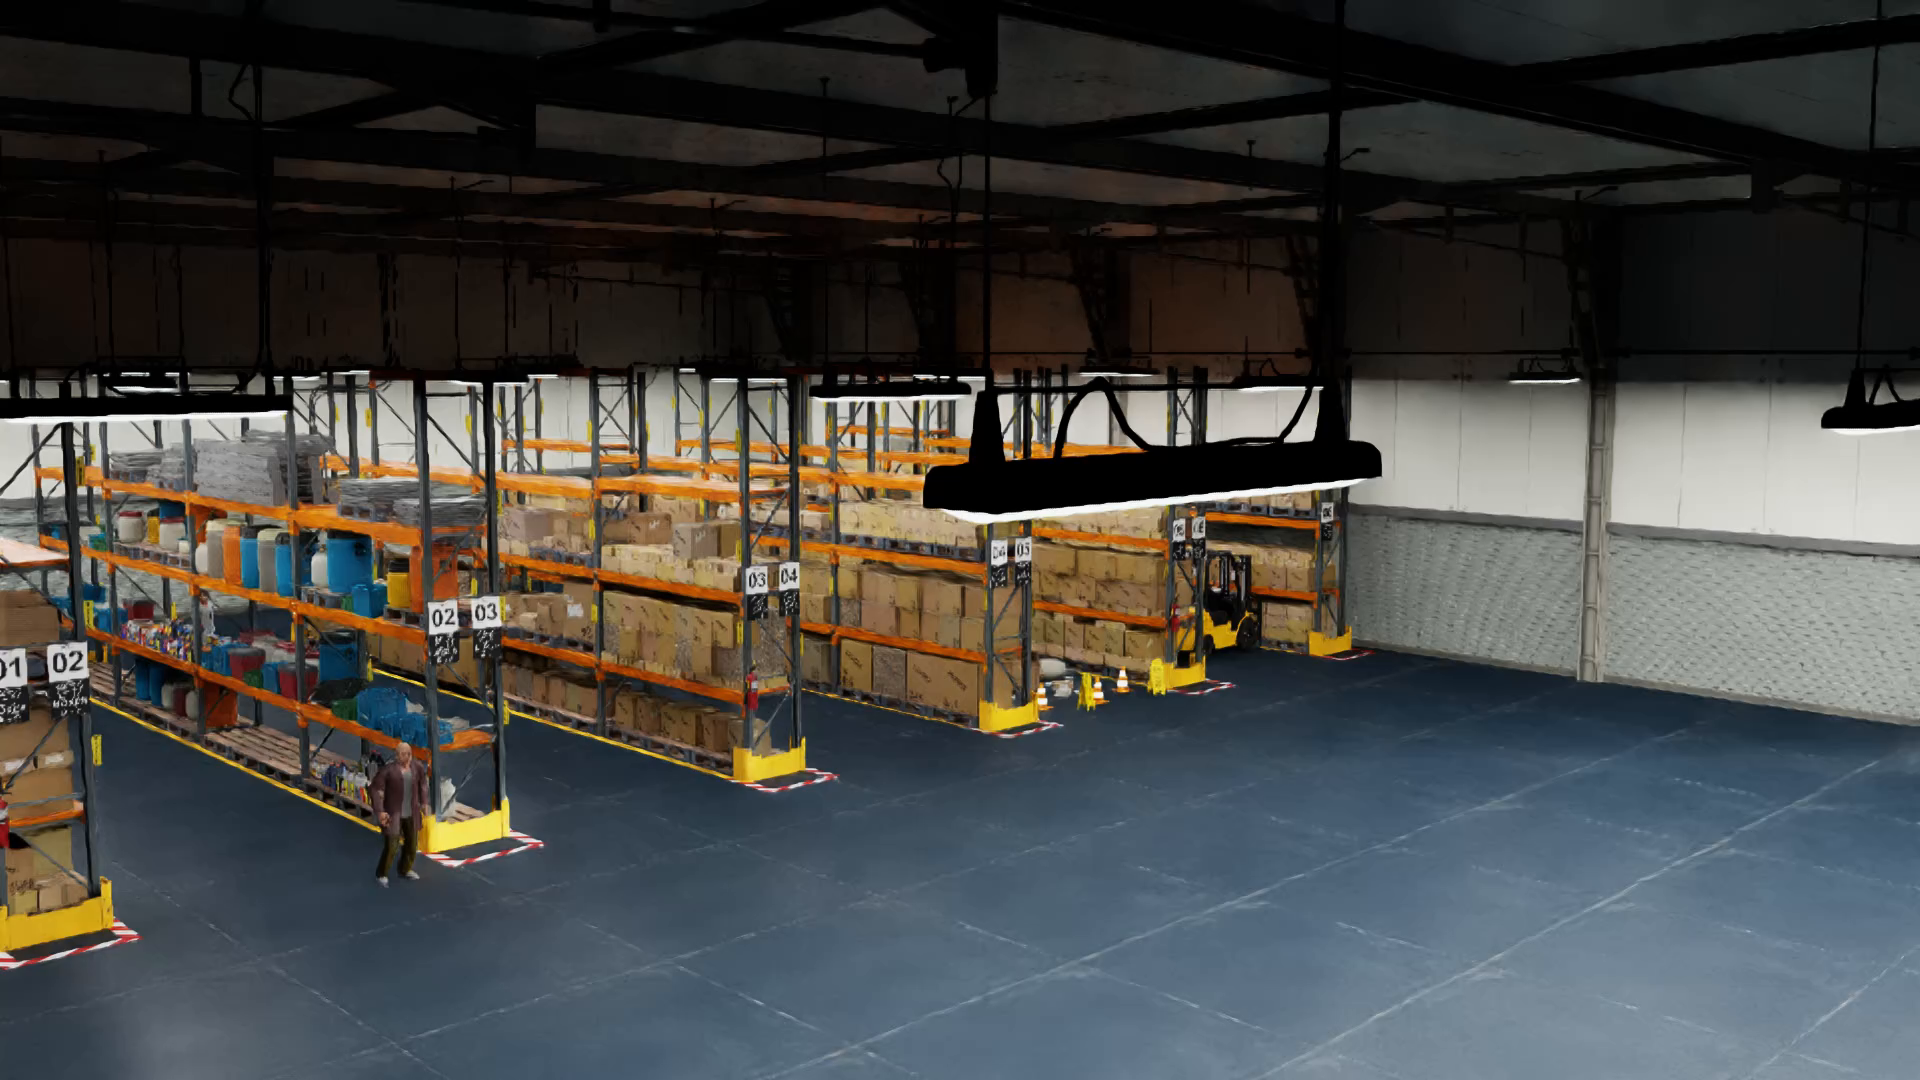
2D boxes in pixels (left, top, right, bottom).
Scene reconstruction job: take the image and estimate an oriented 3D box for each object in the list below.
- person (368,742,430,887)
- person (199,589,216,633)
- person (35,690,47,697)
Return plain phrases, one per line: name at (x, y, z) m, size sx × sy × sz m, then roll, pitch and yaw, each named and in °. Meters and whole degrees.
person at (-6.685, 3.243, 19.822) m, size 0.546 × 1.733 × 0.729 m, roll 6°, pitch 9°, yaw 44°
person at (-15.154, 1.763, 33.357) m, size 0.446 × 1.590 × 1.110 m, roll -6°, pitch 9°, yaw -41°
person at (-13.736, 2.728, 24.668) m, size 0.994 × 1.621 × 0.483 m, roll 5°, pitch 8°, yaw 37°
